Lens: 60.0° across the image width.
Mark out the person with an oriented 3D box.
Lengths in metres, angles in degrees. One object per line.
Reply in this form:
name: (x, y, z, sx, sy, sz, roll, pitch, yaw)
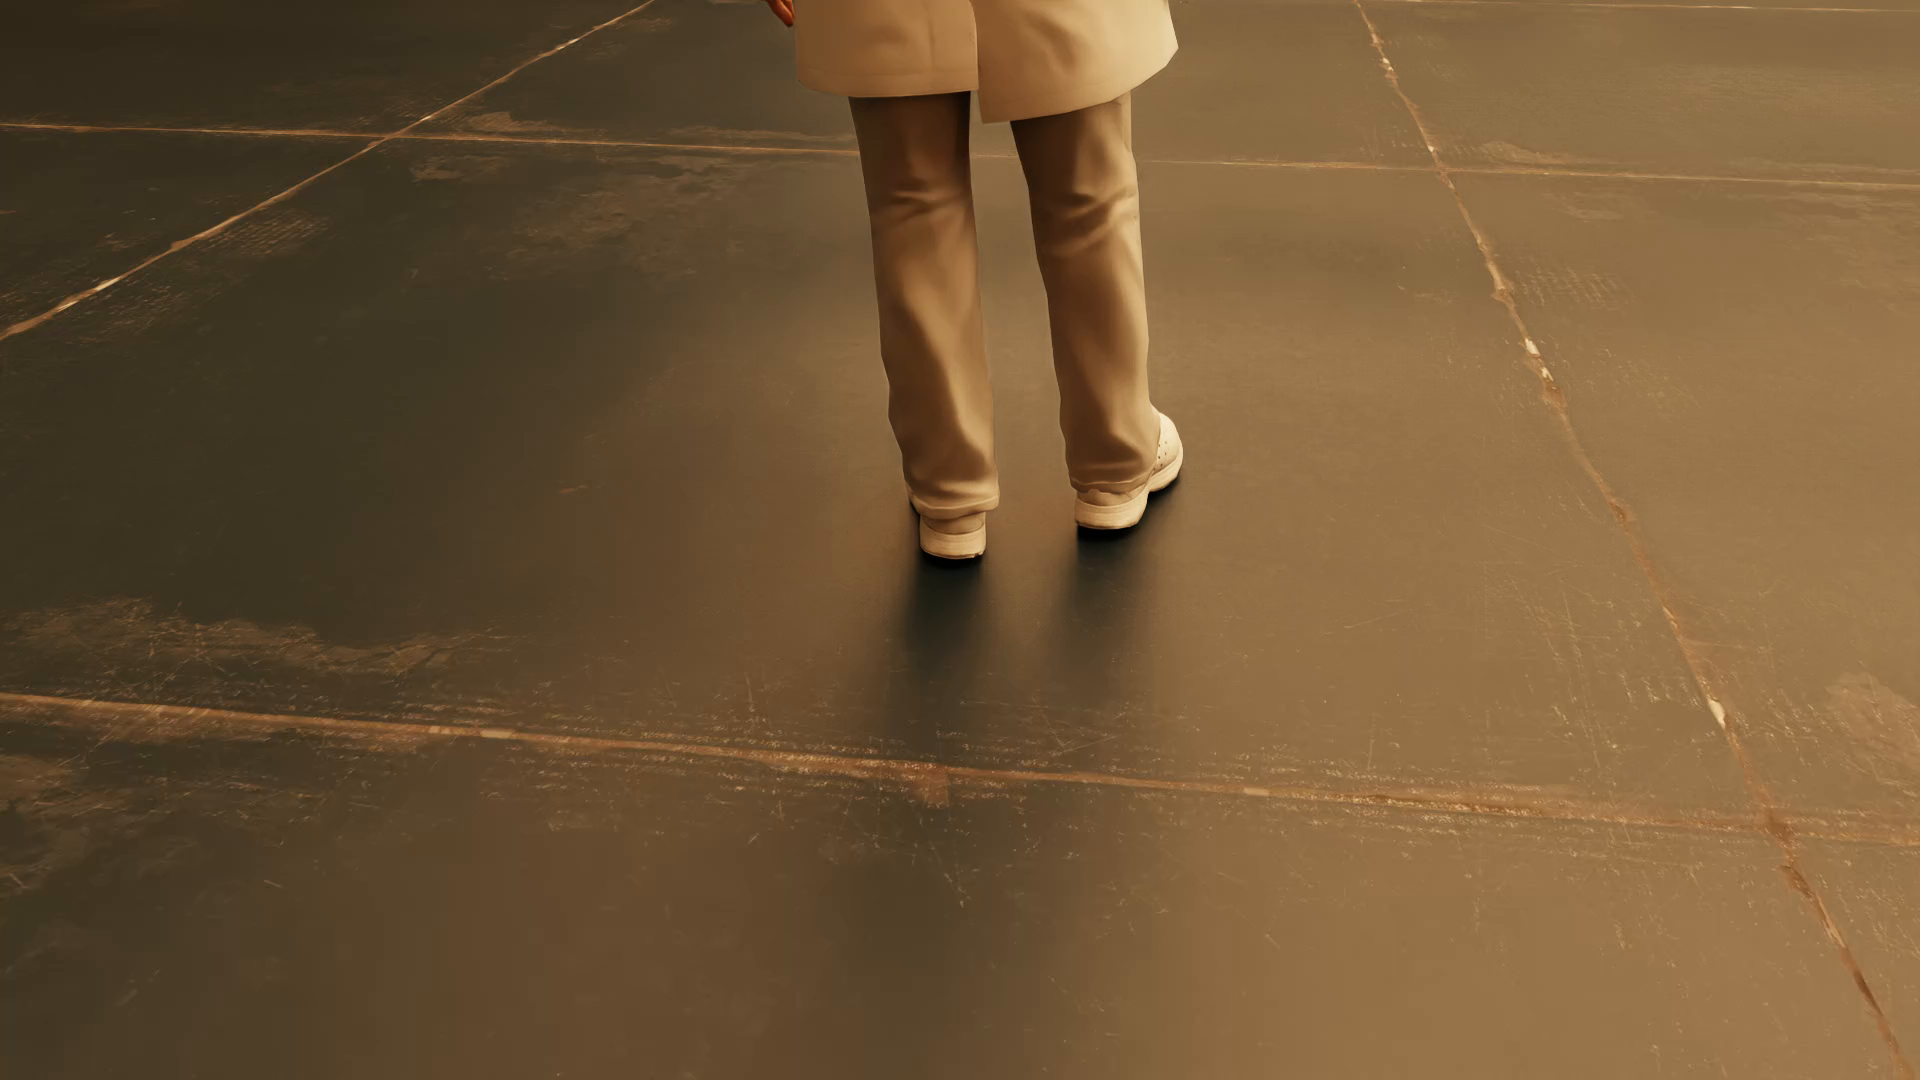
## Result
person: (0.016, -0.842, 2.181, 0.698, 1.777, 0.578, 3, 27, 7)
